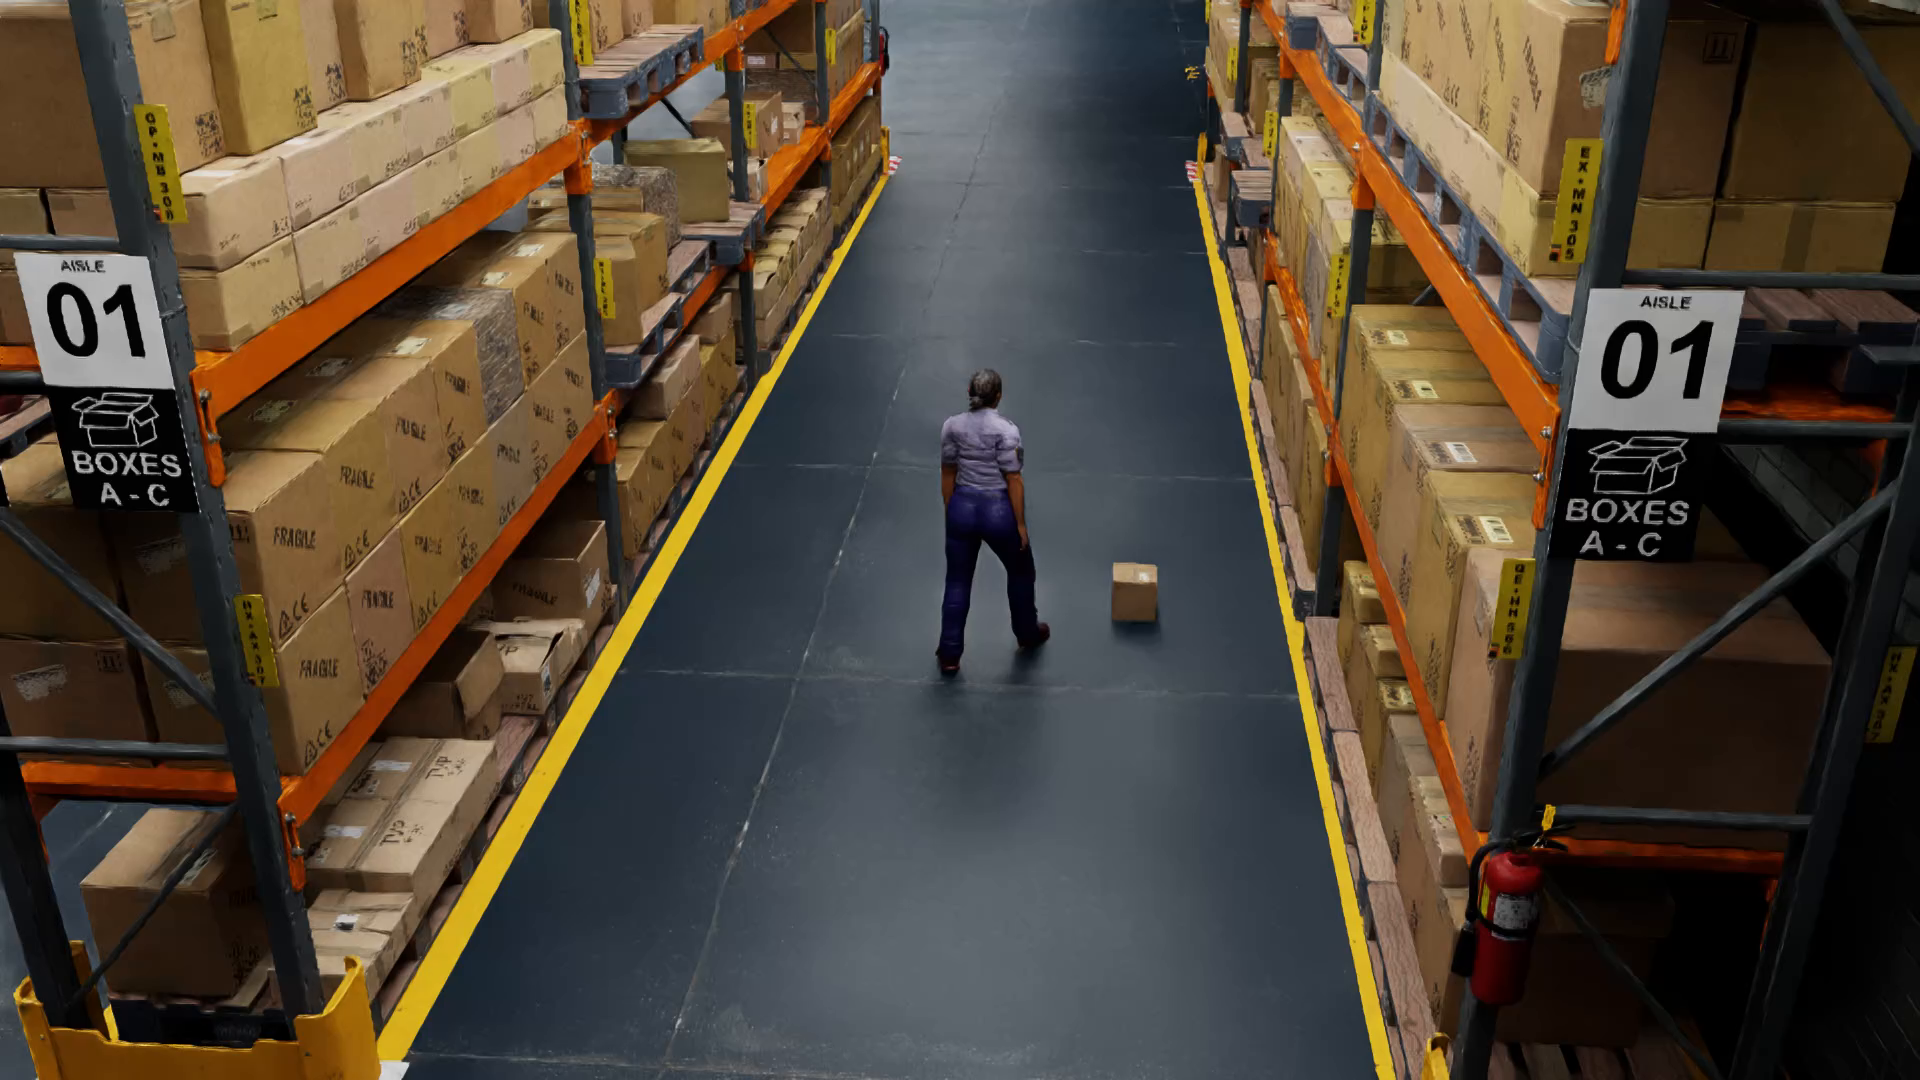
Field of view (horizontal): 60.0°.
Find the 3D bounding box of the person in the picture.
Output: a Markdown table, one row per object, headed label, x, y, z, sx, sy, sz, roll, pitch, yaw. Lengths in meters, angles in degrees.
| label | x | y | z | sx | sy | sz | roll | pitch | yaw |
| --- | --- | --- | --- | --- | --- | --- | --- | --- | --- |
| person | 0.159 | -0.141 | 8.902 | 0.535 | 1.628 | 0.677 | 9 | 26 | 19 |
